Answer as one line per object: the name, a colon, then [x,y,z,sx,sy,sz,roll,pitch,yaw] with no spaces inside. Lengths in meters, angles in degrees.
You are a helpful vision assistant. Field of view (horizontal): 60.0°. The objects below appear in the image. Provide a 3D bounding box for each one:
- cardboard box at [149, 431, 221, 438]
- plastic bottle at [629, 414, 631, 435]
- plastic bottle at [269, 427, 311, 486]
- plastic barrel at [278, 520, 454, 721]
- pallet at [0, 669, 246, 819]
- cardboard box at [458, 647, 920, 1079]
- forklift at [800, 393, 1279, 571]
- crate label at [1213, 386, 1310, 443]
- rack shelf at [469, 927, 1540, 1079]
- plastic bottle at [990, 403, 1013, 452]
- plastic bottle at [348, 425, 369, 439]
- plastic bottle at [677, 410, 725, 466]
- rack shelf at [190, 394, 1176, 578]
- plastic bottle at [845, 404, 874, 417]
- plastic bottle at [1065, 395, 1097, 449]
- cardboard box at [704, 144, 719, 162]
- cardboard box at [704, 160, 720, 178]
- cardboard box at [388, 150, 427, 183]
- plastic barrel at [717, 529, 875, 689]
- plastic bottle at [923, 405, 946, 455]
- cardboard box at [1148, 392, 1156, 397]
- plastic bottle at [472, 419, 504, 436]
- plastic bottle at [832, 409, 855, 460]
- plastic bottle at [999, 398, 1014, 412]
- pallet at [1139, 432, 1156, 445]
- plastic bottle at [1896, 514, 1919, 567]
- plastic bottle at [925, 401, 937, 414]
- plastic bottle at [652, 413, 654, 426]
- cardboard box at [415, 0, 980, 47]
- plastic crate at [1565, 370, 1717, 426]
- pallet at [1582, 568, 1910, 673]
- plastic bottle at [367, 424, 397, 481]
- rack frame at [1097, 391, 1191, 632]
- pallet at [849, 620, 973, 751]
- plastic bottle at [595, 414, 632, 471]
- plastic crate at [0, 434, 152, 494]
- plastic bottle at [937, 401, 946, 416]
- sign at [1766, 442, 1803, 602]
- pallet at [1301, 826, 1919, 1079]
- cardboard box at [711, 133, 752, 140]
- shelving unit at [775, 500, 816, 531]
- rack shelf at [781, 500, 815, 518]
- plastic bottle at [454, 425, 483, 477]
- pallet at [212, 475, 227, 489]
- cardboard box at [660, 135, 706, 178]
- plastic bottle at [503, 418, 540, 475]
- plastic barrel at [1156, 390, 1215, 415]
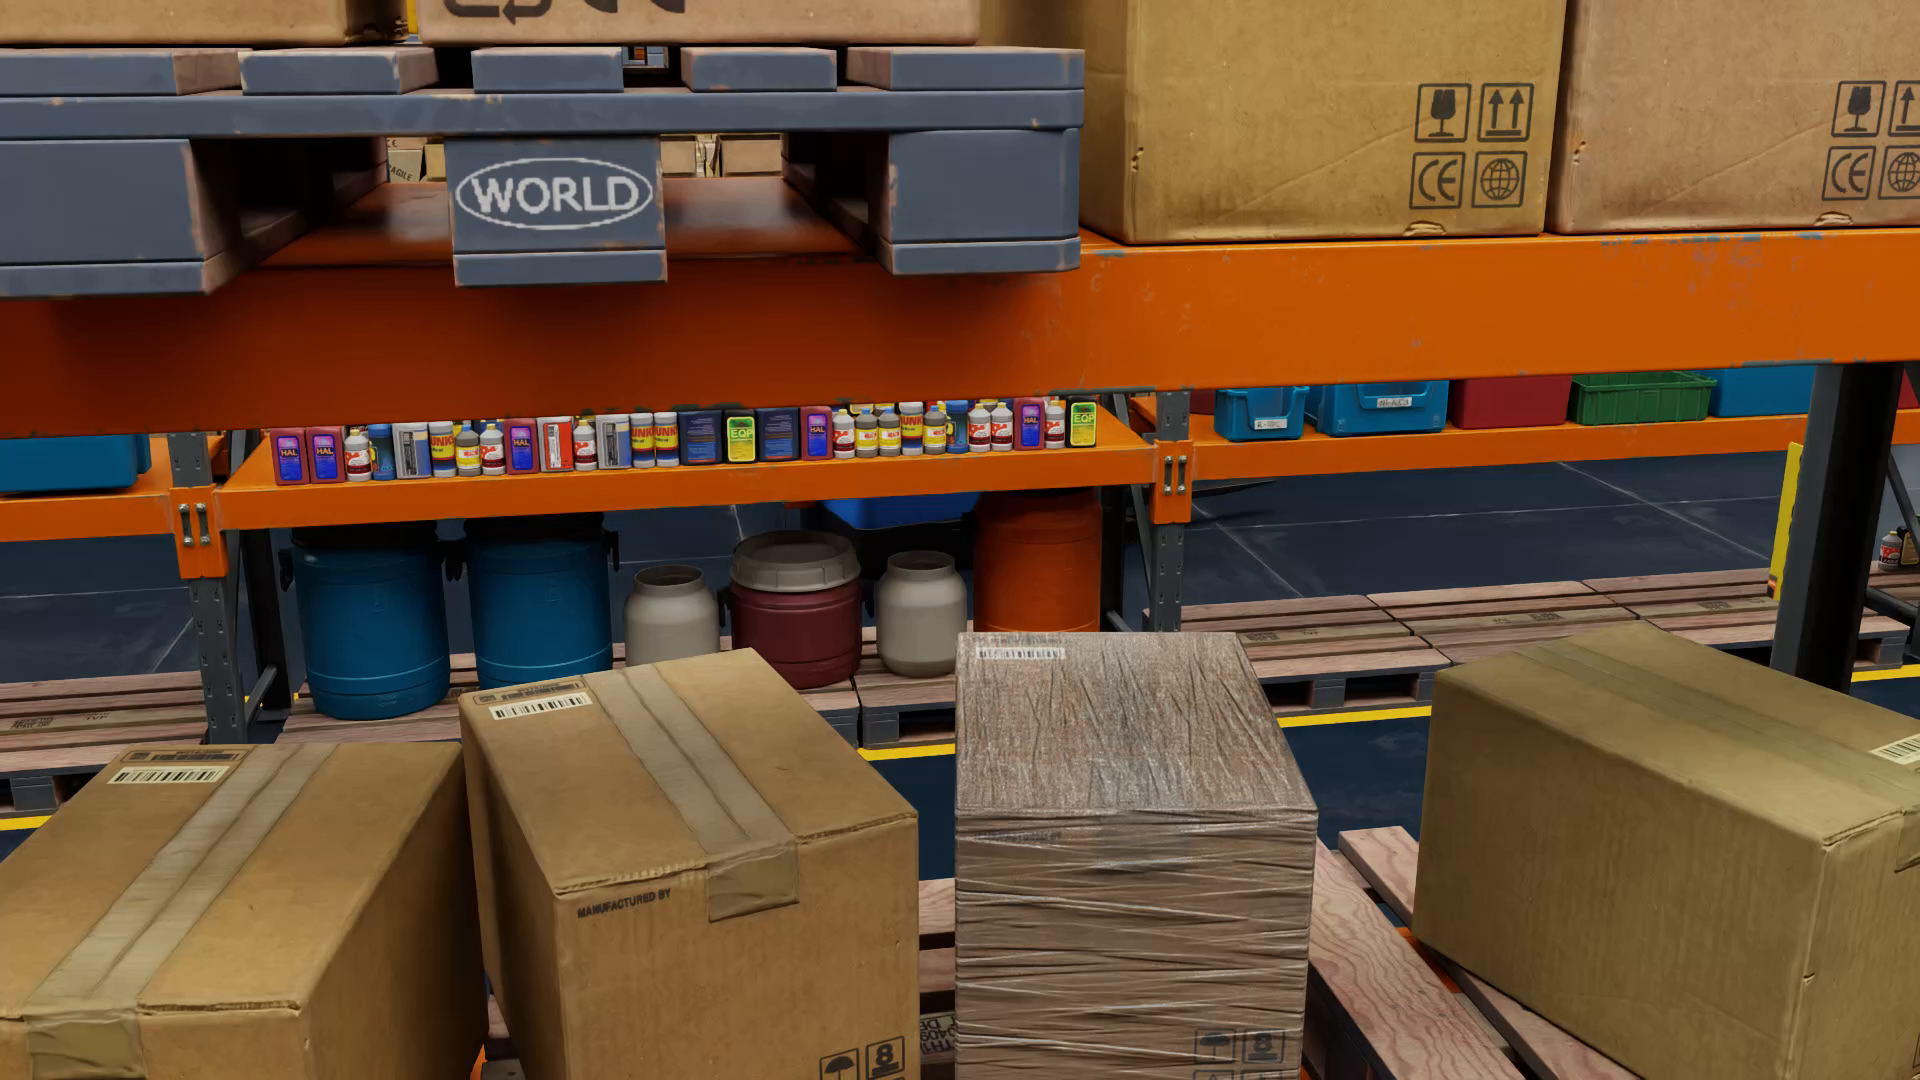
cardboard box: [-5.576,-1.067,11.581,0.875,0.875,0.875,-3,17,-10]
plastic bottle: [-1.509,-0.606,7.394,0.097,0.271,0.097,0,17,0]
plastic bottle: [-2.649,-0.360,6.573,0.133,0.283,0.061,-3,17,-10]
plastic barrel: [-2.552,0.259,7.219,0.708,0.901,0.600,-3,17,-10]
pallet: [-3.804,0.867,7.129,1.213,0.211,1.003,-3,17,-10]
cardboard box: [-0.431,0.545,2.542,0.500,0.500,0.700,-8,19,-24]
forklift: [0.569,-1.480,10.139,3.031,2.935,1.130,-8,19,-24]
crate label: [1.322,-0.576,7.364,0.416,0.233,0.303,-3,17,-10]
rack shelf: [-0.190,1.143,2.708,4.000,0.370,1.077,-3,17,-10]
plastic bottle: [0.178,-0.486,7.125,0.097,0.201,0.097,0,17,0]
plastic bottle: [-2.656,-0.553,7.340,0.097,0.201,0.097,0,17,0]
plastic bottle: [-1.078,-0.494,6.894,0.185,0.351,0.144,-3,17,-10]
rack shelf: [-1.126,-0.286,7.358,4.000,0.370,1.077,-3,17,-10]
plastic bottle: [-0.470,-0.721,7.750,0.133,0.283,0.061,-3,17,-10]
plastic bottle: [0.521,-0.540,7.158,0.133,0.283,0.061,-3,17,-10]
cardboard box: [-2.341,-3.754,16.125,0.250,0.149,0.380,-3,17,-10]
cardboard box: [-2.353,-3.610,16.164,0.250,0.149,0.380,-3,17,-11]
cardboard box: [-5.292,-3.463,15.801,0.500,0.500,0.500,-3,17,-10]
plastic barrel: [-0.748,0.306,7.598,0.708,0.588,0.600,-3,17,-10]
plastic bottle: [-0.109,-0.470,7.072,0.097,0.201,0.097,0,17,0]
cardboard box: [1.650,-1.295,12.928,0.500,0.500,0.700,-2,17,-6]
plastic bottle: [-2.041,-0.609,7.269,0.185,0.351,0.144,-3,17,-10]
plastic bottle: [-0.491,-0.448,7.001,0.097,0.201,0.097,0,17,0]
plastic bottle: [0.232,-0.750,7.863,0.097,0.271,0.097,0,17,0]
pallet: [1.861,-0.946,13.031,1.213,0.211,1.003,-3,17,-10]
plastic bottle: [5.175,0.003,9.071,0.133,0.283,0.061,-2,17,-8]
plastic bottle: [-0.103,-0.725,7.774,0.135,0.276,0.152,-3,17,-10]
plastic bottle: [-1.442,-0.621,7.564,0.097,0.201,0.097,0,17,0]
cardboard box: [-0.336,-0.902,1.975,0.600,0.600,0.600,-4,18,-13]
plastic crate: [3.109,-0.684,7.791,0.662,0.188,0.450,-3,17,-10]
pallet: [4.001,0.424,8.571,1.213,0.211,1.003,-3,17,-10]
plastic bottle: [-2.312,-0.378,6.654,0.097,0.271,0.097,0,17,0]
rack frame: [0.838,-0.741,7.615,0.127,3.000,1.000,-3,17,-10]
pallet: [0.071,0.648,7.842,1.213,0.211,1.003,-3,17,-10]
plastic bottle: [-1.426,-0.439,6.844,0.135,0.276,0.152,-3,17,-10]
plastic crate: [-3.483,-0.415,6.478,0.575,0.384,0.392,-3,17,-10]
plastic bottle: [-0.061,-0.654,7.671,0.097,0.201,0.097,0,17,0]
sign: [1.665,-0.026,3.316,0.005,0.325,0.100,-3,17,-10]
pallet: [1.121,0.837,2.805,1.003,0.211,1.213,-3,17,-10]
cardboard box: [-2.912,-5.063,21.091,0.500,0.250,0.500,-4,17,-12]
shelving unit: [-0.988,-0.492,9.871,0.189,1.200,0.258,-6,18,-19]
rack shelf: [-0.988,-0.221,9.955,0.180,0.103,0.258,-6,18,-19]
plastic bottle: [-1.989,-0.363,6.724,0.097,0.201,0.097,0,17,0]
pallet: [-4.791,-0.593,11.883,1.213,0.211,1.003,-3,17,-10]
cardboard box: [-2.121,-2.585,11.741,0.637,0.503,0.797,-3,17,-9]
plastic bottle: [-1.777,-0.409,6.734,0.133,0.283,0.061,-3,17,-10]
plastic barrel: [1.236,-0.919,7.963,0.708,0.536,0.600,-3,17,-10]
